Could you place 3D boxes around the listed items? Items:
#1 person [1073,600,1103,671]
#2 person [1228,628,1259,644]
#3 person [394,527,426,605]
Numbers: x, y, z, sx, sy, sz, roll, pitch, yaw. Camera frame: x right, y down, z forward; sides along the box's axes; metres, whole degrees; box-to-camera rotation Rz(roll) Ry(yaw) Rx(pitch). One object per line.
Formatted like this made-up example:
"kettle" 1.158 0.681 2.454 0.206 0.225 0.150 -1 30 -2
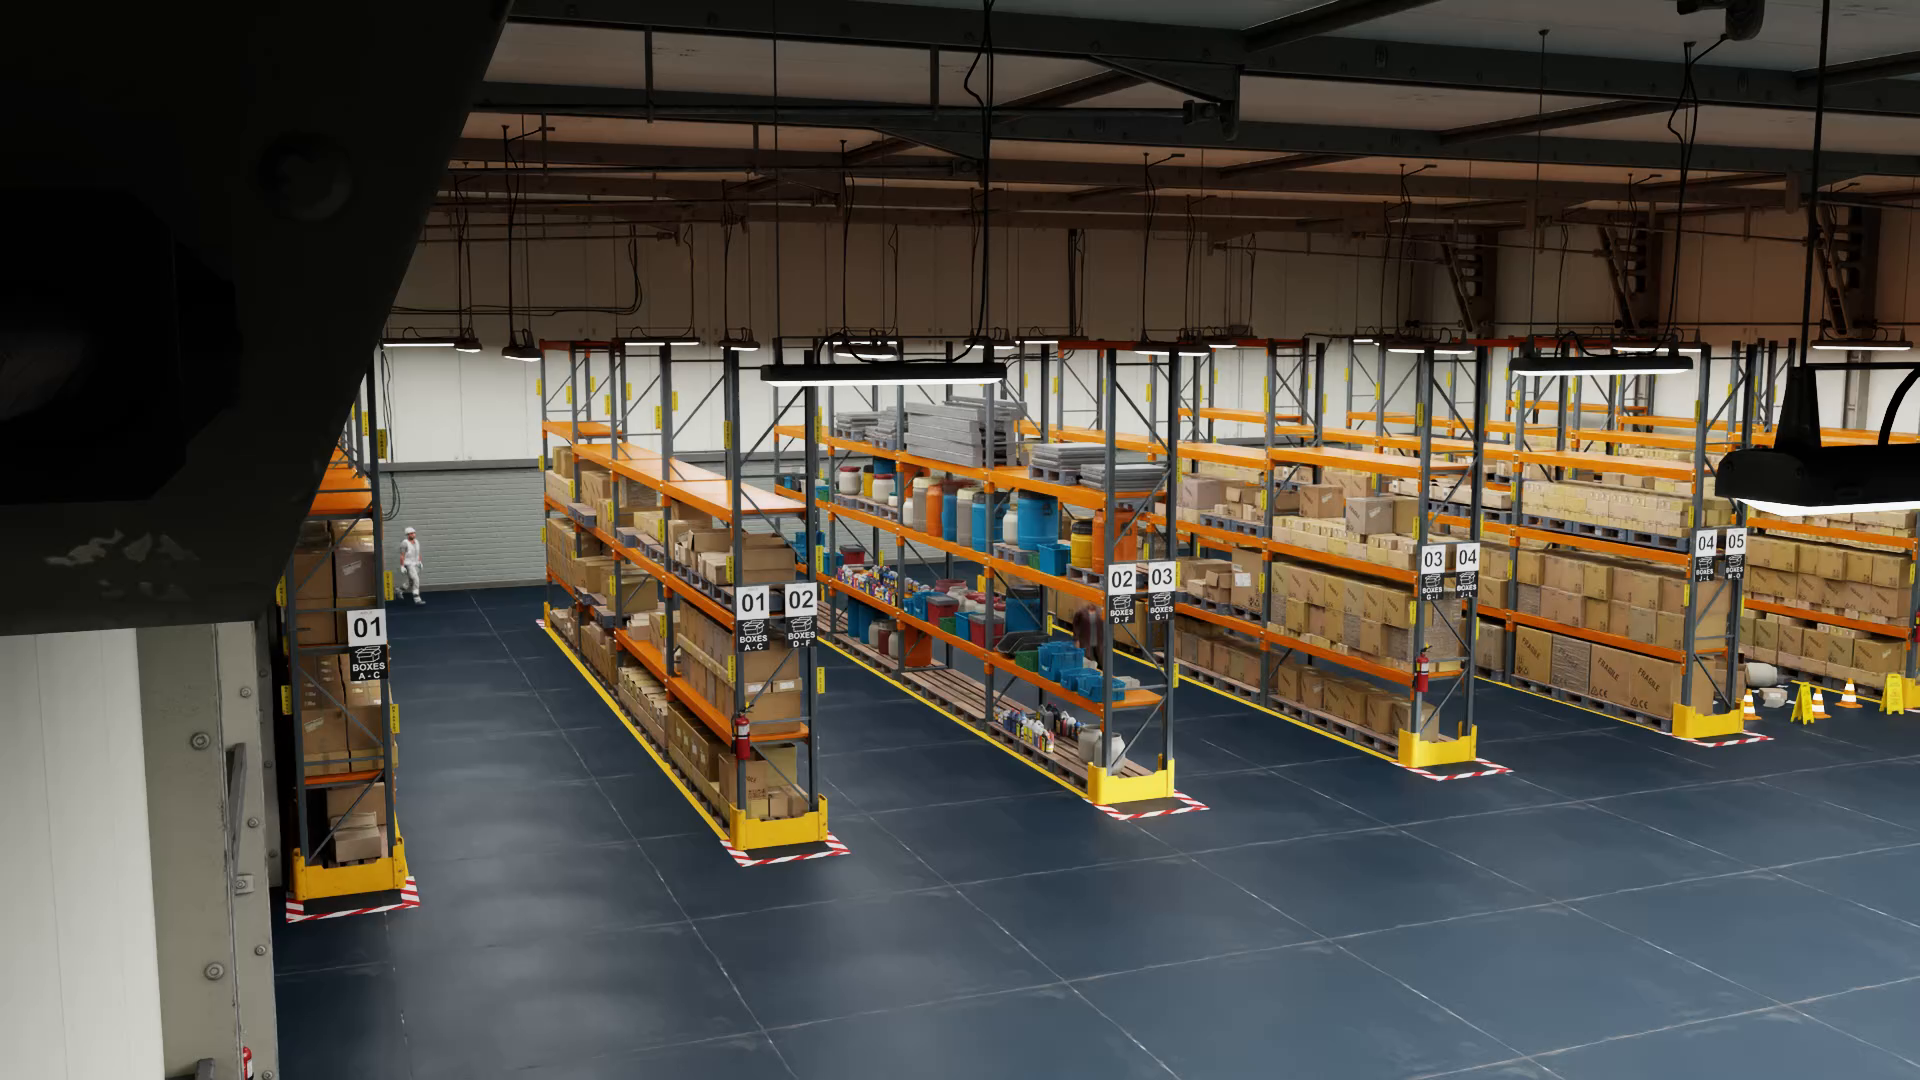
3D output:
"person" 2.248 1.760 28.536 0.643 1.765 0.682 0 7 -4
"person" 5.516 1.306 32.241 0.548 1.627 1.014 -4 8 -25
"person" -12.424 0.572 37.517 0.886 1.766 0.547 2 8 16
